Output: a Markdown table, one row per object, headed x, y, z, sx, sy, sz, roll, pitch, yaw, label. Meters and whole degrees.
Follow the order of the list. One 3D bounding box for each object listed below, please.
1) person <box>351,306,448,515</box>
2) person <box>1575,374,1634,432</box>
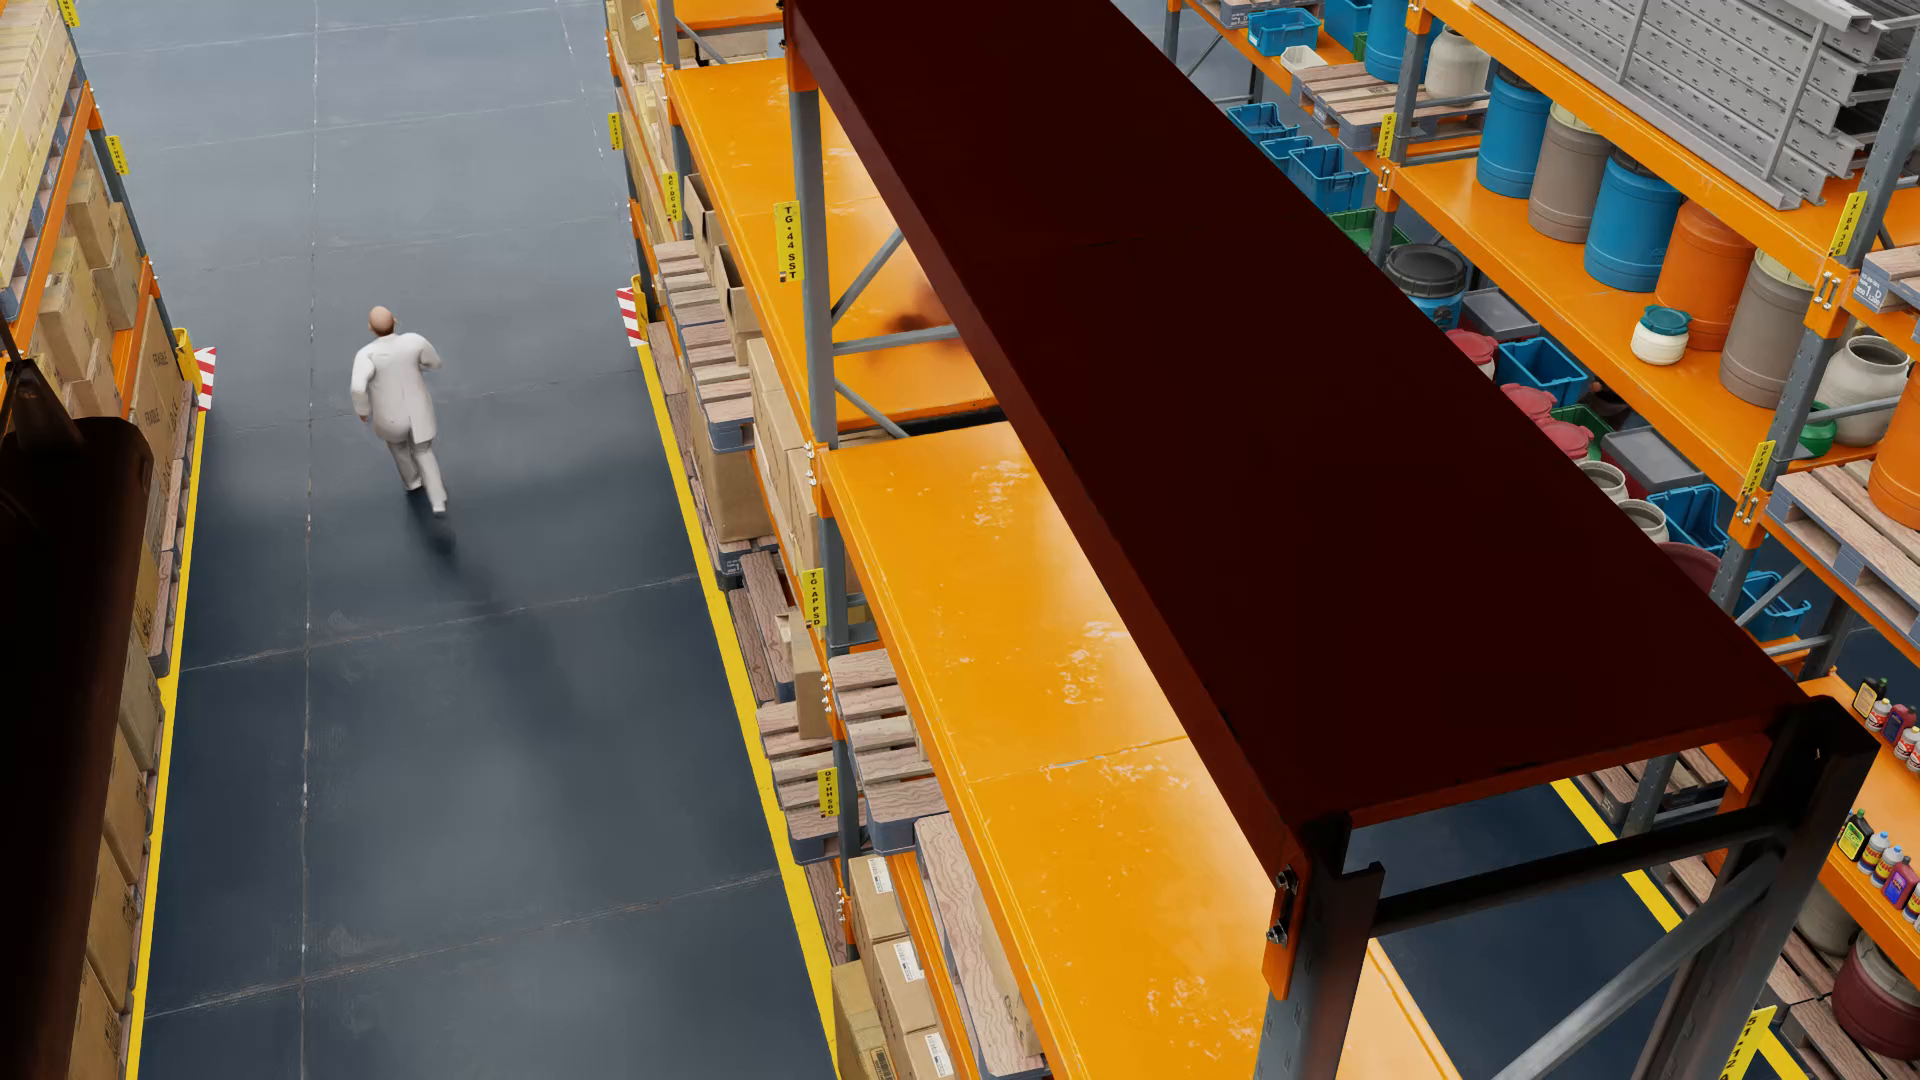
| x | y | z | sx | sy | sz | roll | pitch | yaw | label |
| --- | --- | --- | --- | --- | --- | --- | --- | --- | --- |
| -4.194 | -0.926 | 12.598 | 0.742 | 1.836 | 1.009 | -23 | 44 | -26 | person |
| 5.058 | -1.170 | 12.930 | 0.647 | 1.684 | 0.602 | -16 | 41 | -19 | person |
